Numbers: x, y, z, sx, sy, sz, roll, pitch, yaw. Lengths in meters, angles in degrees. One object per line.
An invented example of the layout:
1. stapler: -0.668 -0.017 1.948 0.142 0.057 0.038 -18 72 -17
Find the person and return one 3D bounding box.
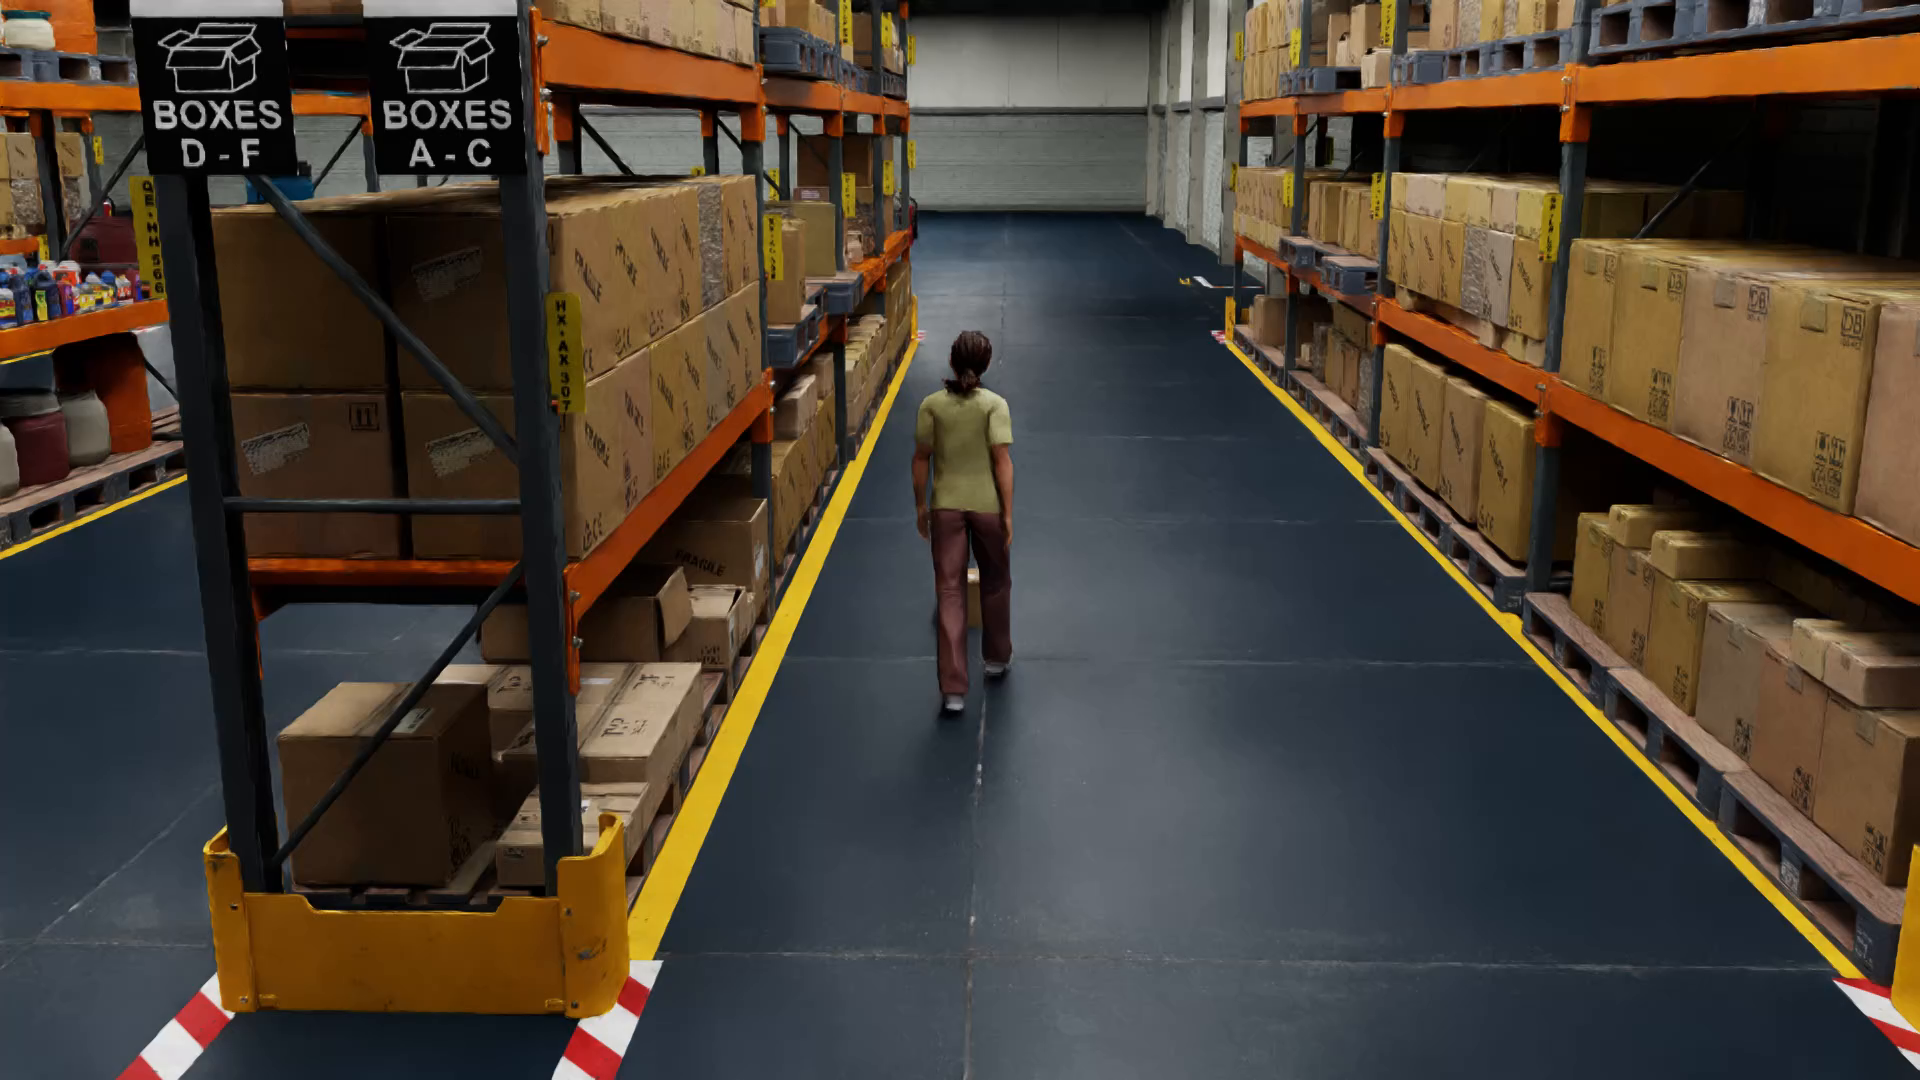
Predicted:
1. person: 0.023 -0.131 7.513 0.463 1.634 0.812 1 14 5
